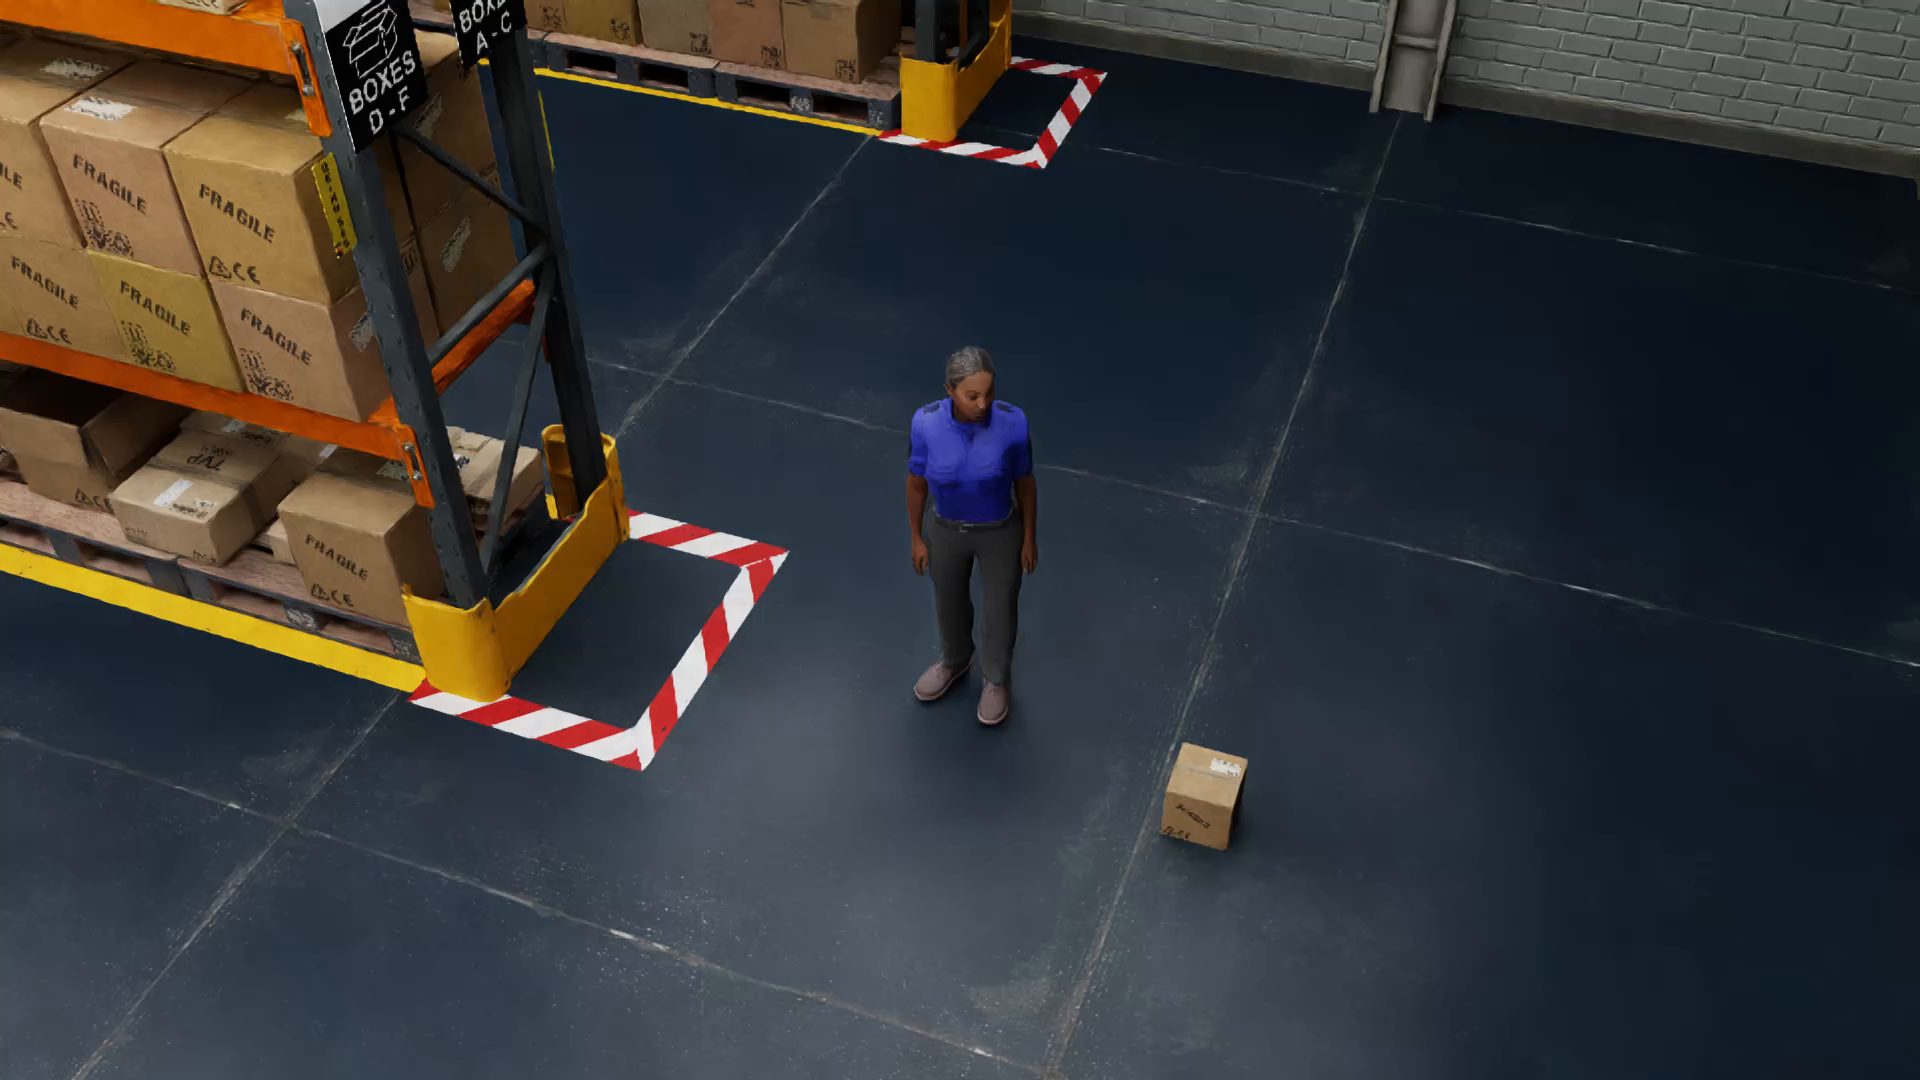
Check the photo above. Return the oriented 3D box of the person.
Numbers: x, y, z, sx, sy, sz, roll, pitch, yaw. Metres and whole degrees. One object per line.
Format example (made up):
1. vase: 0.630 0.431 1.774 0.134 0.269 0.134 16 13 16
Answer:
1. person: 0.045 -0.005 6.135 0.490 1.668 0.371 4 42 5
